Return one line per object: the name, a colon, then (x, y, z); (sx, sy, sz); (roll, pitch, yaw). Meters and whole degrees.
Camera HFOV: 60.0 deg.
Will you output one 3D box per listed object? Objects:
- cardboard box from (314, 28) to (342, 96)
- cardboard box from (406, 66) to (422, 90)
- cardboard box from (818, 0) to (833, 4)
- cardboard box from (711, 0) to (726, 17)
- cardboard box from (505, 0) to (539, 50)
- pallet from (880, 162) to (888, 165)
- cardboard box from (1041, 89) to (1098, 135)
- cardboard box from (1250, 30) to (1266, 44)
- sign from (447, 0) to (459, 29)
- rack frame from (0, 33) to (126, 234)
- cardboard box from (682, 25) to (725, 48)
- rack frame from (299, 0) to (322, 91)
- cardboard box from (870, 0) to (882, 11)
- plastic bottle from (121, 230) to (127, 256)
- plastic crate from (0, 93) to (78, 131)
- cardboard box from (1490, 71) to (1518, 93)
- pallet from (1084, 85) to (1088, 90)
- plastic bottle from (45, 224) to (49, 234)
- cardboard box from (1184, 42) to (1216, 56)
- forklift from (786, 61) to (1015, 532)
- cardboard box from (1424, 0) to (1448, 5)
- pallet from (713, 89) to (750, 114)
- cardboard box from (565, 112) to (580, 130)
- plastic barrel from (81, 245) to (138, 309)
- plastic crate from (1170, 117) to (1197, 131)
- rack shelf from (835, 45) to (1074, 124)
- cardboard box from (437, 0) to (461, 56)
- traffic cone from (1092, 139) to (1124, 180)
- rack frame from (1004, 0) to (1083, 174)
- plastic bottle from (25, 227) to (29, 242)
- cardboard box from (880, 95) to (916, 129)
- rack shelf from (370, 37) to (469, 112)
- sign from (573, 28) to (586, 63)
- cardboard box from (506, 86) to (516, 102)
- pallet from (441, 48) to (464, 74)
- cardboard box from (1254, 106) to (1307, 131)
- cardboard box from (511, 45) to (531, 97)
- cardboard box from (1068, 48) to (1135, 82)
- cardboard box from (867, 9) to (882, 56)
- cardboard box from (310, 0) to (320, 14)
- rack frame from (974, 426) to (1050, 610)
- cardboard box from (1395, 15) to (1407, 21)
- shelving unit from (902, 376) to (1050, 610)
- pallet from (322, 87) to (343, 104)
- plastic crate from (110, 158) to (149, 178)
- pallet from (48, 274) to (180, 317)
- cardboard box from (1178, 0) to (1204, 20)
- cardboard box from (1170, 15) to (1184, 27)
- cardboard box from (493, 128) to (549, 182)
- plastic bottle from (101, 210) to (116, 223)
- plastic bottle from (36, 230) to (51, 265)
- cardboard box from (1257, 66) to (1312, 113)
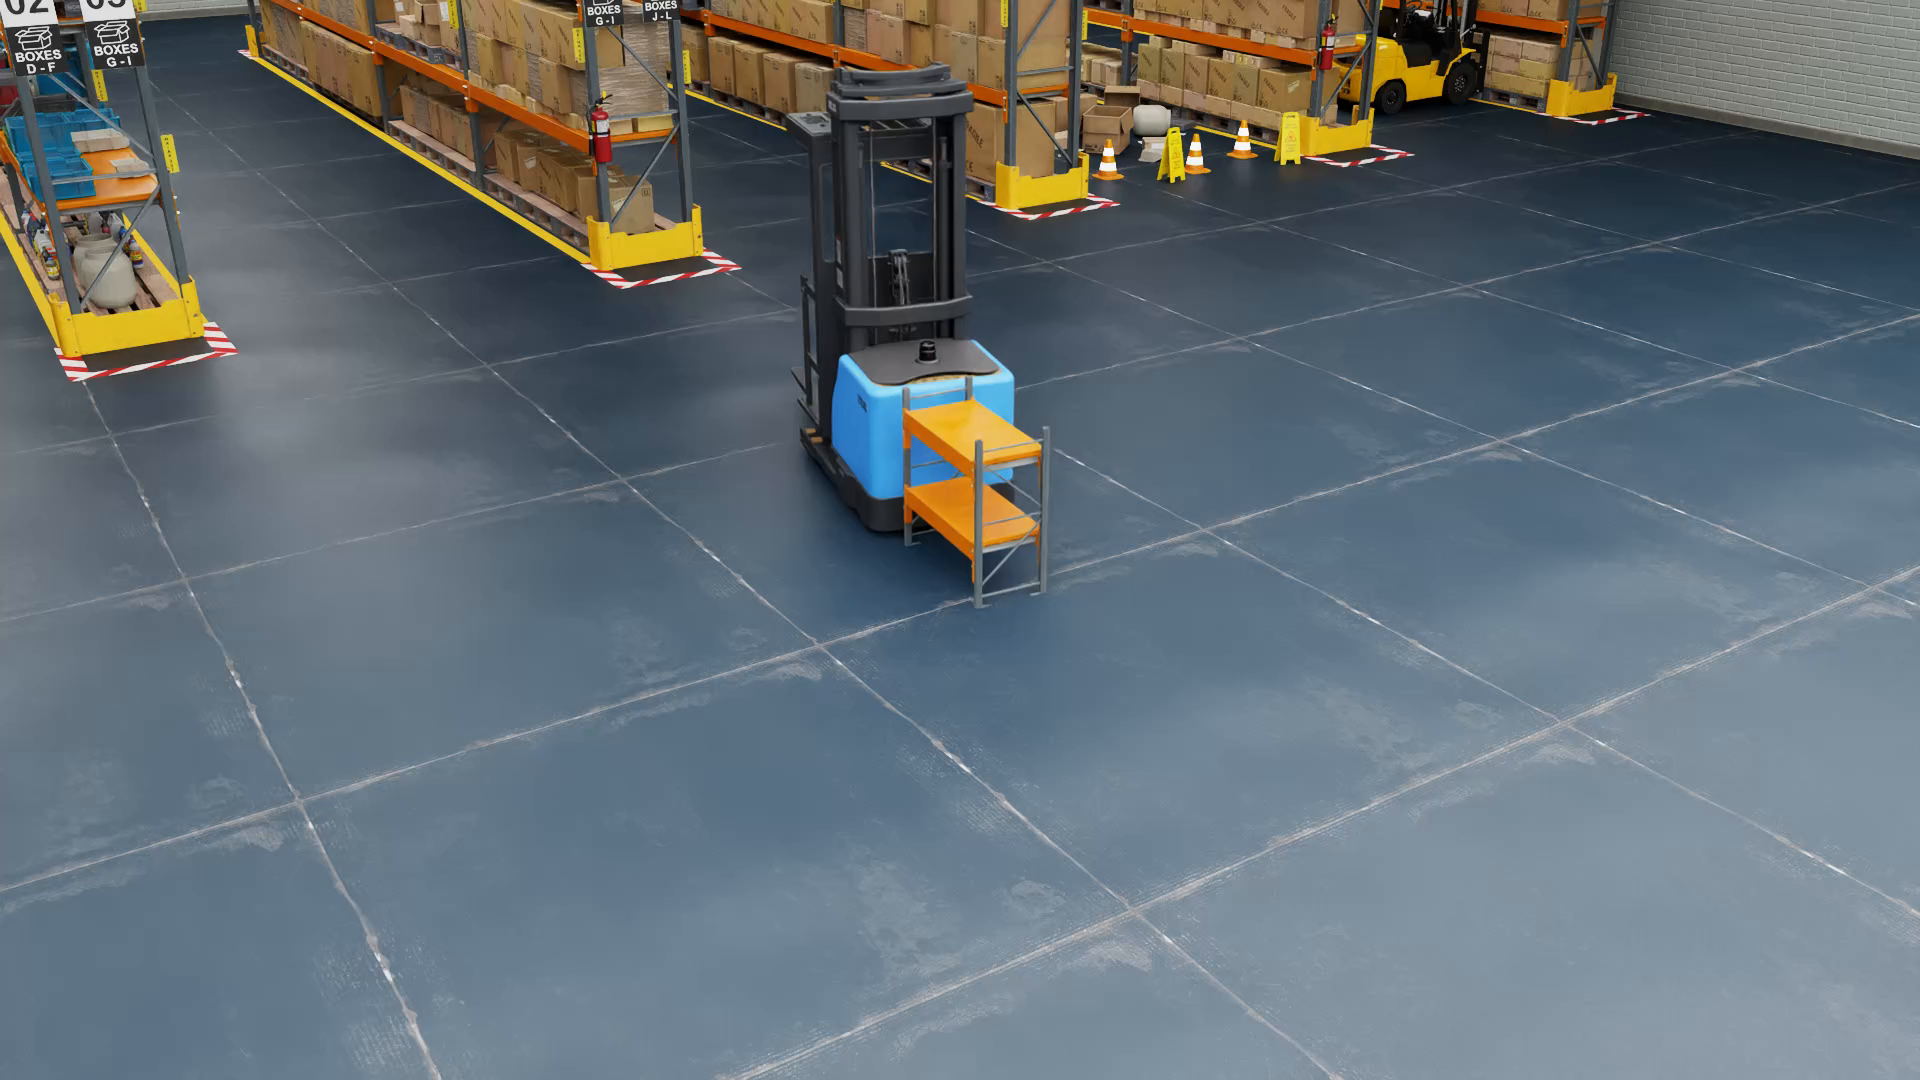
cardboard box: (-8.943, -7.267, 25.127); (1.225, 0.875, 0.875); (-17, 30, -31)
cardboard box: (-7.223, -6.326, 22.671); (0.500, 0.250, 0.500); (-14, 29, -28)
cardboard box: (-1.496, -7.514, 22.364); (0.700, 0.500, 0.500); (-16, 30, -30)
cardboard box: (-3.385, -8.092, 24.761); (0.500, 0.500, 0.500); (-15, 29, -29)
cardboard box: (-4.569, -5.598, 17.958); (0.500, 0.500, 0.500); (-16, 29, -30)
pallet: (-0.870, -5.289, 22.206); (1.003, 0.211, 1.213); (-16, 29, -30)
cardboard box: (1.459, -5.902, 23.004); (0.797, 0.637, 0.503); (-16, 29, -30)
cardboard box: (4.153, -6.816, 22.468); (0.380, 0.149, 0.250); (-15, 29, -29)
sign: (-5.894, -6.113, 19.330); (0.100, 0.325, 0.005); (-16, 29, -30)
rack frame: (-9.581, -4.566, 17.408); (1.000, 3.000, 0.127); (-16, 29, -30)
cardboard box: (-3.996, -7.853, 25.929); (0.500, 0.250, 0.500); (-16, 30, -31)
rack frame: (-9.798, -8.582, 25.915); (1.000, 3.000, 0.127); (-16, 29, -30)
cardboard box: (-0.650, -7.086, 21.307); (0.875, 0.550, 0.550); (-16, 29, -30)
plastic bottle: (-8.367, -2.980, 16.729); (0.097, 0.271, 0.097); (0, 25, 0)
plastic crate: (-9.401, -4.321, 16.962); (0.767, 0.338, 0.504); (-16, 29, -30)
cardboard box: (8.428, -6.978, 25.247); (0.500, 0.250, 0.500); (-16, 29, -30)
pallet: (1.776, -7.484, 26.855); (1.003, 0.211, 1.213); (-16, 29, -30)
plastic bottle: (-9.307, -3.122, 17.030); (0.097, 0.271, 0.097); (0, 25, 0)
cardboard box: (3.418, -6.997, 23.649); (0.380, 0.149, 0.250); (-14, 29, -27)
forklift: (-0.584, -1.987, 12.026); (1.130, 2.935, 3.031); (-8, 27, -17)
cardboard box: (7.628, -8.650, 25.943); (0.500, 0.500, 0.500); (-16, 30, -30)
pallet: (-3.036, -6.710, 25.217); (1.003, 0.211, 1.213); (-16, 29, -30)
cardboard box: (-3.891, -4.397, 17.344); (0.380, 0.149, 0.250); (-16, 29, -30)
plastic barrel: (-7.820, -2.418, 15.280); (0.421, 0.512, 0.421); (0, 25, 0)
plastic crate: (3.042, -5.957, 23.774); (0.583, 0.080, 0.402); (18, 31, 33)
rack shelf: (-0.128, -5.799, 20.864); (1.077, 0.370, 4.000); (-16, 29, -30)
cardboard box: (-5.747, -6.498, 20.307); (1.000, 1.000, 1.000); (-15, 29, -29)
traffic cone: (1.864, -4.783, 20.840); (0.336, 0.463, 0.334); (-16, 29, -30)
rack frame: (0.964, -5.409, 19.195); (1.000, 3.000, 0.127); (-16, 29, -30)
plastic bottle: (-9.663, -3.211, 17.300); (0.097, 0.201, 0.097); (0, 25, 0)
cardboard box: (-0.440, -5.506, 21.397); (0.875, 0.875, 0.875); (-15, 29, -29)
rack shelf: (-6.522, -6.110, 21.522); (1.077, 0.370, 4.000); (-16, 29, -30)
sign: (-3.723, -4.834, 16.249); (0.100, 0.325, 0.005); (-16, 29, -30)
cardboard box: (-4.862, -5.018, 18.661); (0.380, 0.149, 0.250); (-16, 29, -30)
pallet: (-5.726, -5.941, 20.545); (1.003, 0.211, 1.213); (-16, 29, -30)
cardboard box: (4.376, -5.780, 22.710); (0.500, 0.250, 0.500); (-16, 29, -30)
cardboard box: (-4.398, -5.194, 18.273); (0.875, 0.500, 0.500); (-16, 29, -30)
cardboard box: (2.189, -7.475, 26.156); (0.950, 0.372, 0.625); (-14, 28, -26)
cardboard box: (-0.689, -6.587, 21.514); (0.875, 0.550, 0.550); (-16, 29, -30)
cardboard box: (-9.481, -8.224, 25.041); (0.500, 0.500, 0.500); (-15, 29, -29)
rack frame: (0.316, -0.127, 10.201); (0.500, 1.125, 0.032); (-12, 28, -24)
cardboard box: (7.030, -8.340, 26.961); (0.500, 0.250, 0.500); (-16, 30, -30)
shelving unit: (0.086, -0.321, 10.611); (0.538, 1.125, 1.048); (-12, 28, -24)
pallet: (-9.314, -7.062, 25.963); (1.003, 0.211, 1.213); (-16, 29, -30)
plastic crate: (-7.616, -3.411, 15.271); (0.298, 0.136, 0.250); (-16, 29, -30)
pallet: (-7.917, -2.182, 15.625); (1.003, 0.211, 1.213); (-16, 29, -30)
cardboard box: (3.436, -7.630, 23.434); (0.500, 0.500, 0.500); (-16, 30, -30)
cardboard box: (3.233, -7.466, 23.846); (0.380, 0.149, 0.250); (-15, 29, -28)
cardboard box: (-5.246, -4.627, 19.975); (0.500, 0.500, 0.500); (-17, 30, -31)
plastic bottle: (-8.883, -3.335, 17.389); (0.144, 0.351, 0.185); (-17, 30, -32)
plastic bottle: (-9.051, -2.896, 16.457); (0.144, 0.351, 0.185); (-14, 29, -27)
cardboard box: (4.400, -6.110, 22.530); (0.500, 0.500, 0.500); (-15, 29, -29)
